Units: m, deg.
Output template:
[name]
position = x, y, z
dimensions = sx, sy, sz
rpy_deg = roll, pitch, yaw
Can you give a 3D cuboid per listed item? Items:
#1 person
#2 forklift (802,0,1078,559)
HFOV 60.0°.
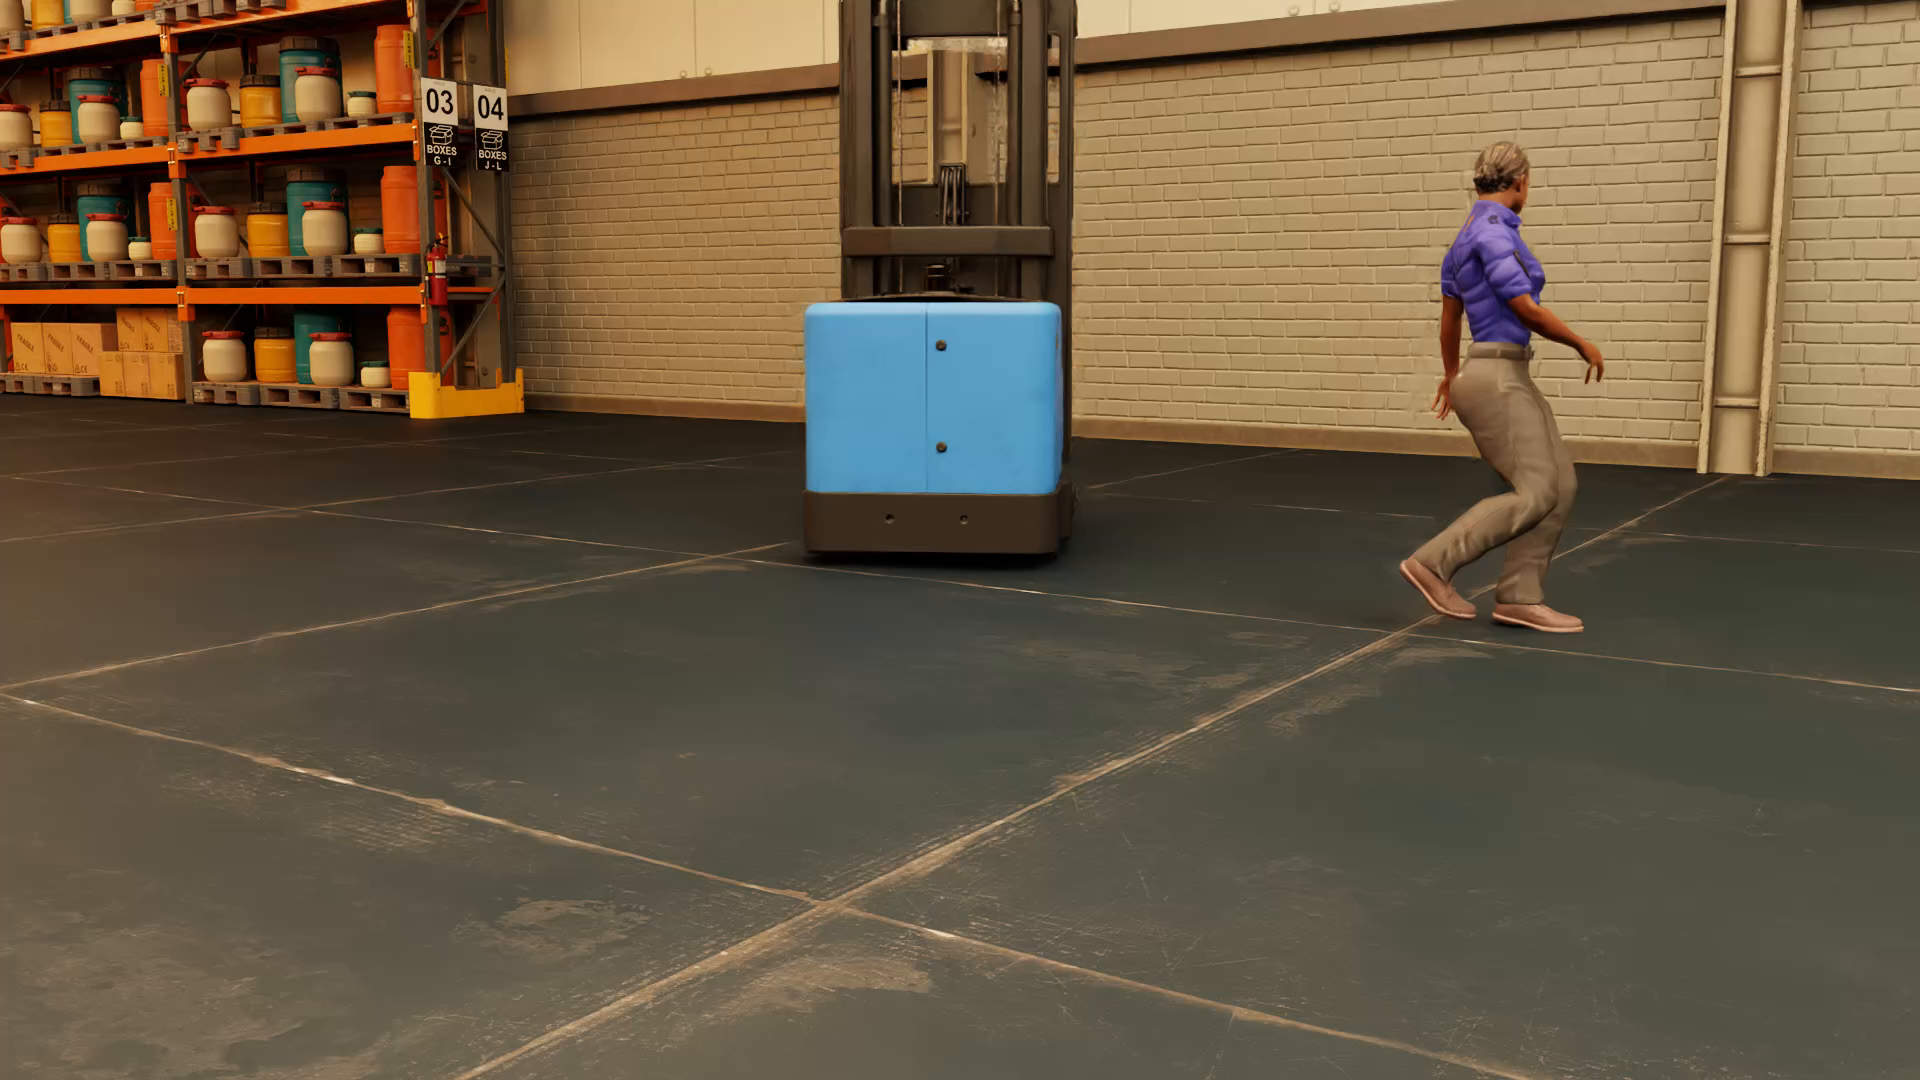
[person]
position = 1.810, -0.504, 5.510
dimensions = 0.603, 1.603, 0.600
rpy_deg = 3, 9, 22
[forklift]
position = 0.007, -1.541, 8.029
dimensions = 1.130, 2.935, 3.031
rpy_deg = 1, 8, 5
